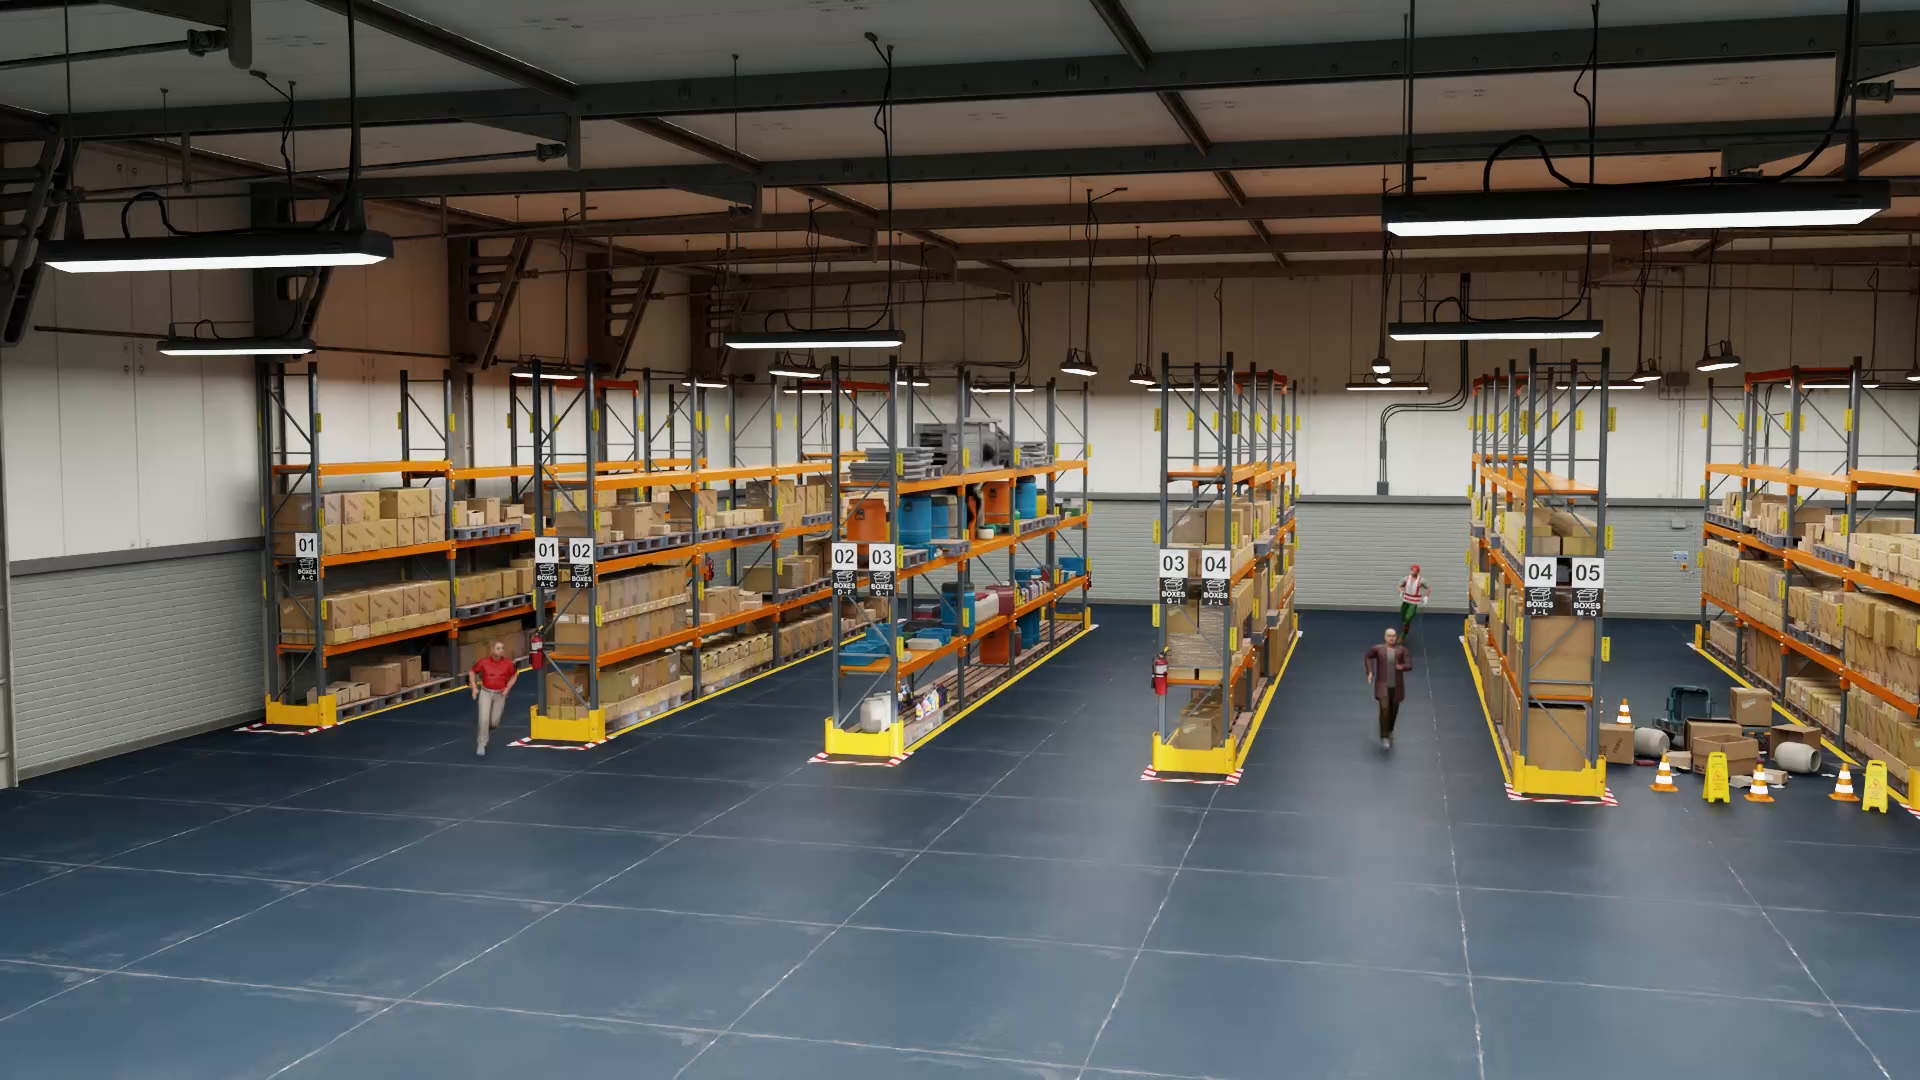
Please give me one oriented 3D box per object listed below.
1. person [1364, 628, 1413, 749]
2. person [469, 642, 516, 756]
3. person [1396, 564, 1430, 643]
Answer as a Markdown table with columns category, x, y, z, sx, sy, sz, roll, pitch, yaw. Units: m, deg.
| category | x | y | z | sx | sy | sz | roll | pitch | yaw |
| --- | --- | --- | --- | --- | --- | --- | --- | --- | --- |
| person | 6.666 | 2.277 | 25.817 | 0.684 | 1.811 | 0.885 | 0 | 4 | 3 |
| person | -7.143 | 2.395 | 25.454 | 0.703 | 1.692 | 0.744 | -2 | 4 | -24 |
| person | 10.284 | 1.436 | 37.924 | 0.722 | 1.769 | 0.972 | 3 | 5 | 35 |
